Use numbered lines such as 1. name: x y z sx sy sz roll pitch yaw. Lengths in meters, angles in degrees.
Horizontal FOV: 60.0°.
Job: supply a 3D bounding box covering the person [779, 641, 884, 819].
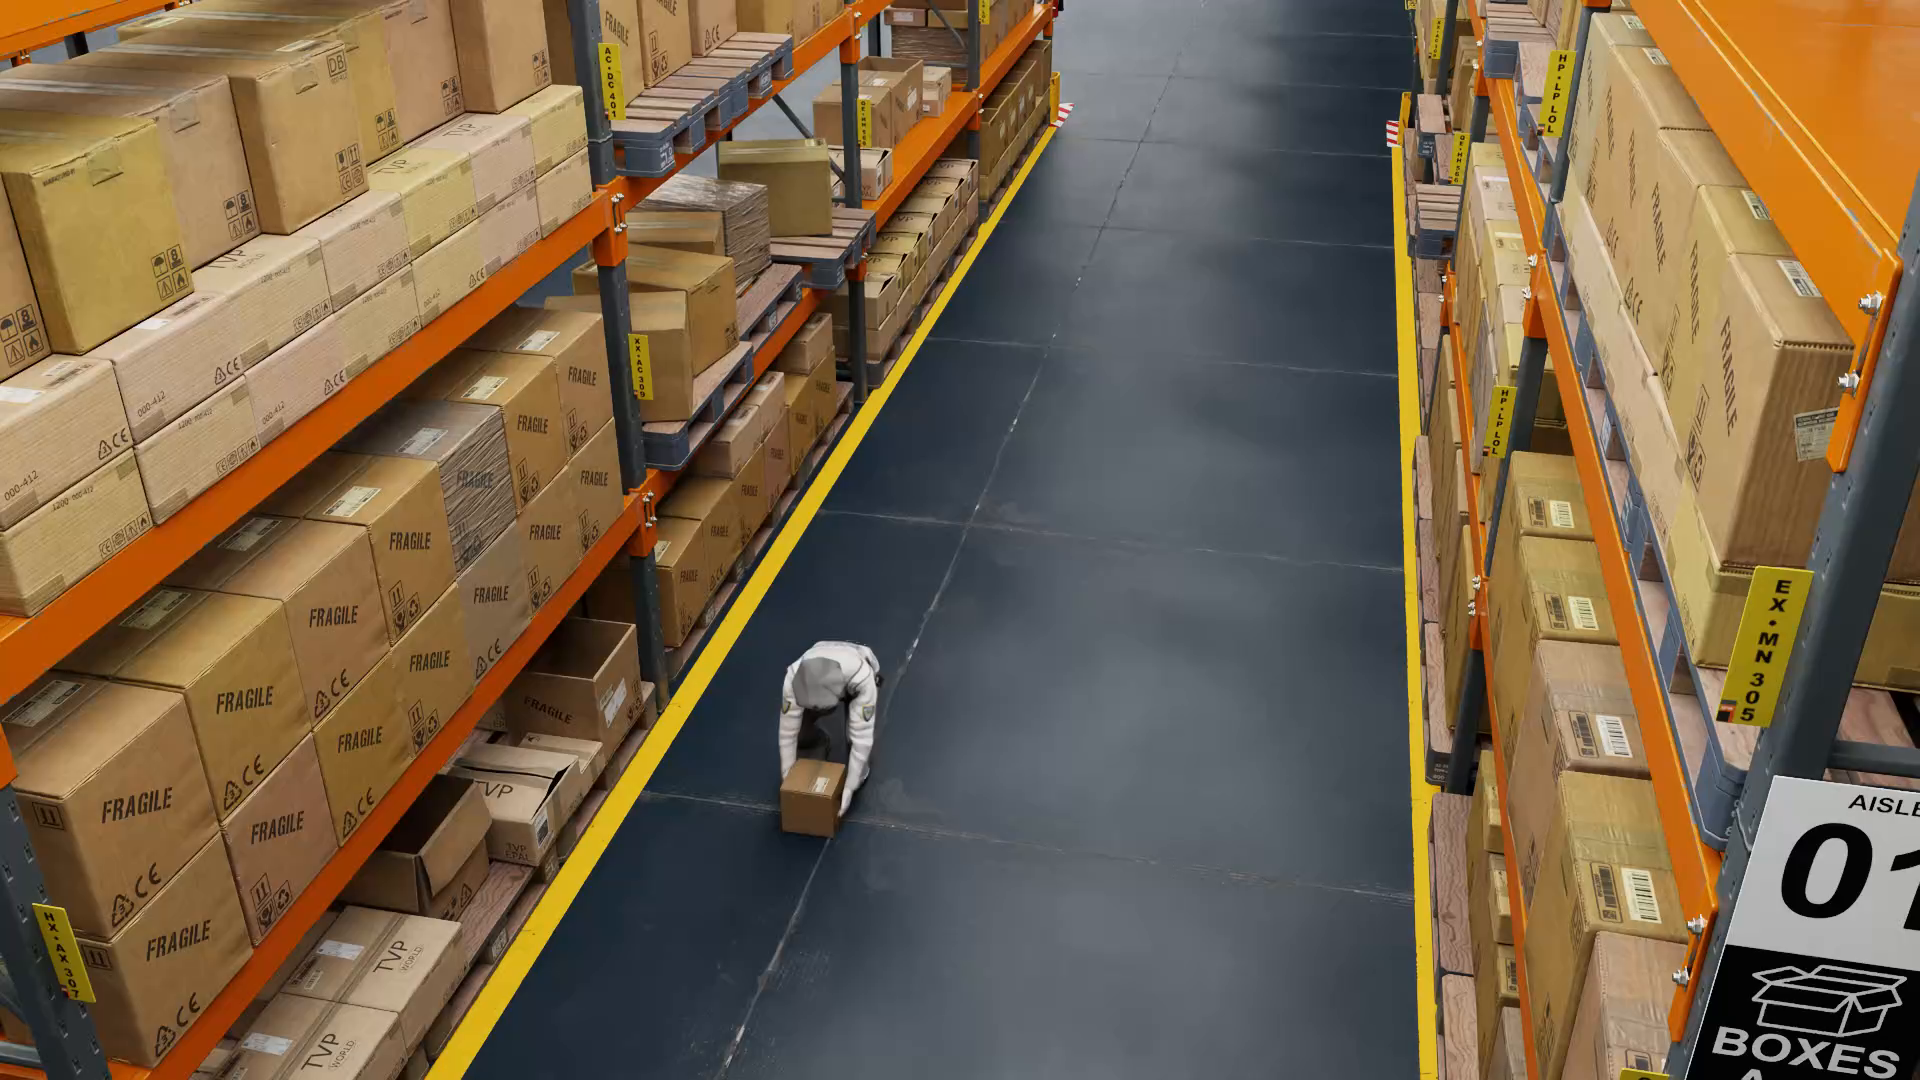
1. person: -0.616 0.801 7.996 0.485 0.868 0.856 6 30 11
